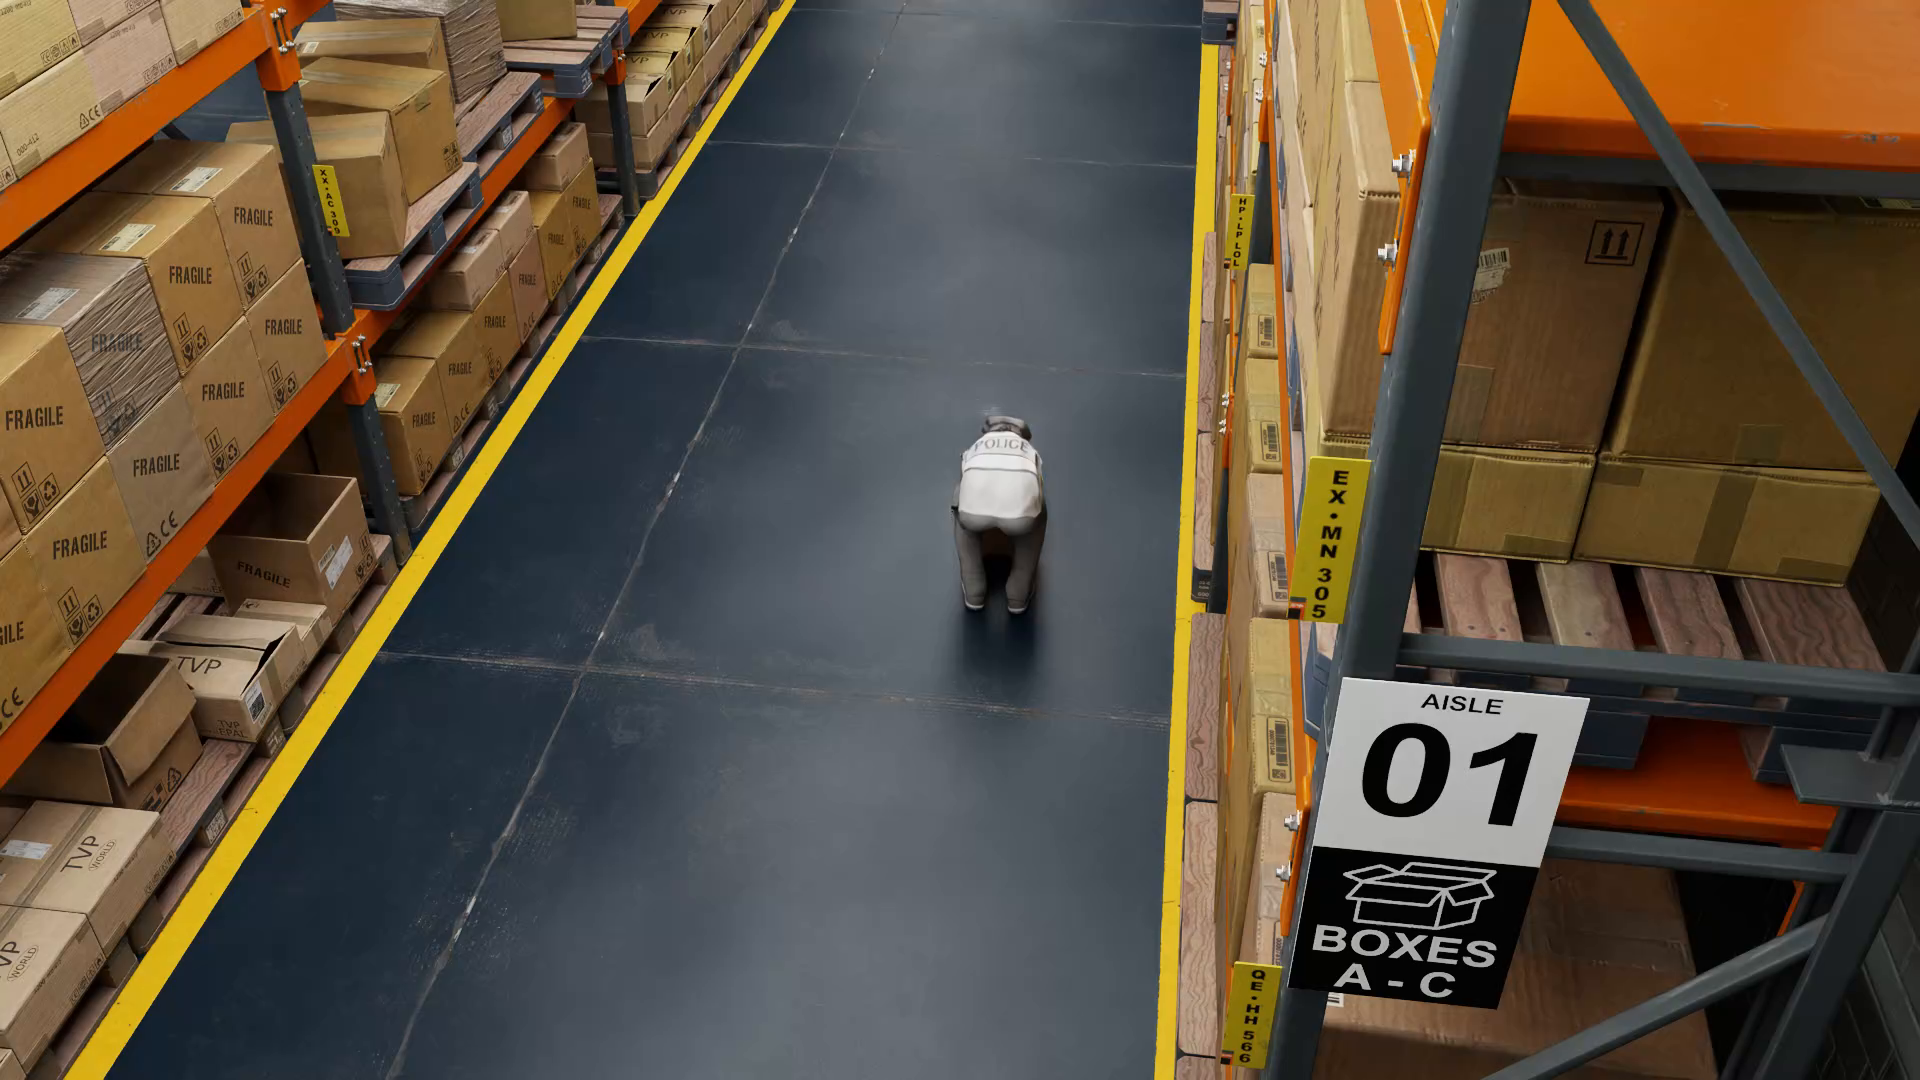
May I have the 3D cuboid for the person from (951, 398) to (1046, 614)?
[{"bbox_3d":[0.193,-0.180,7.887,0.439,0.949,0.914,3,36,4],"label":"person"}]
